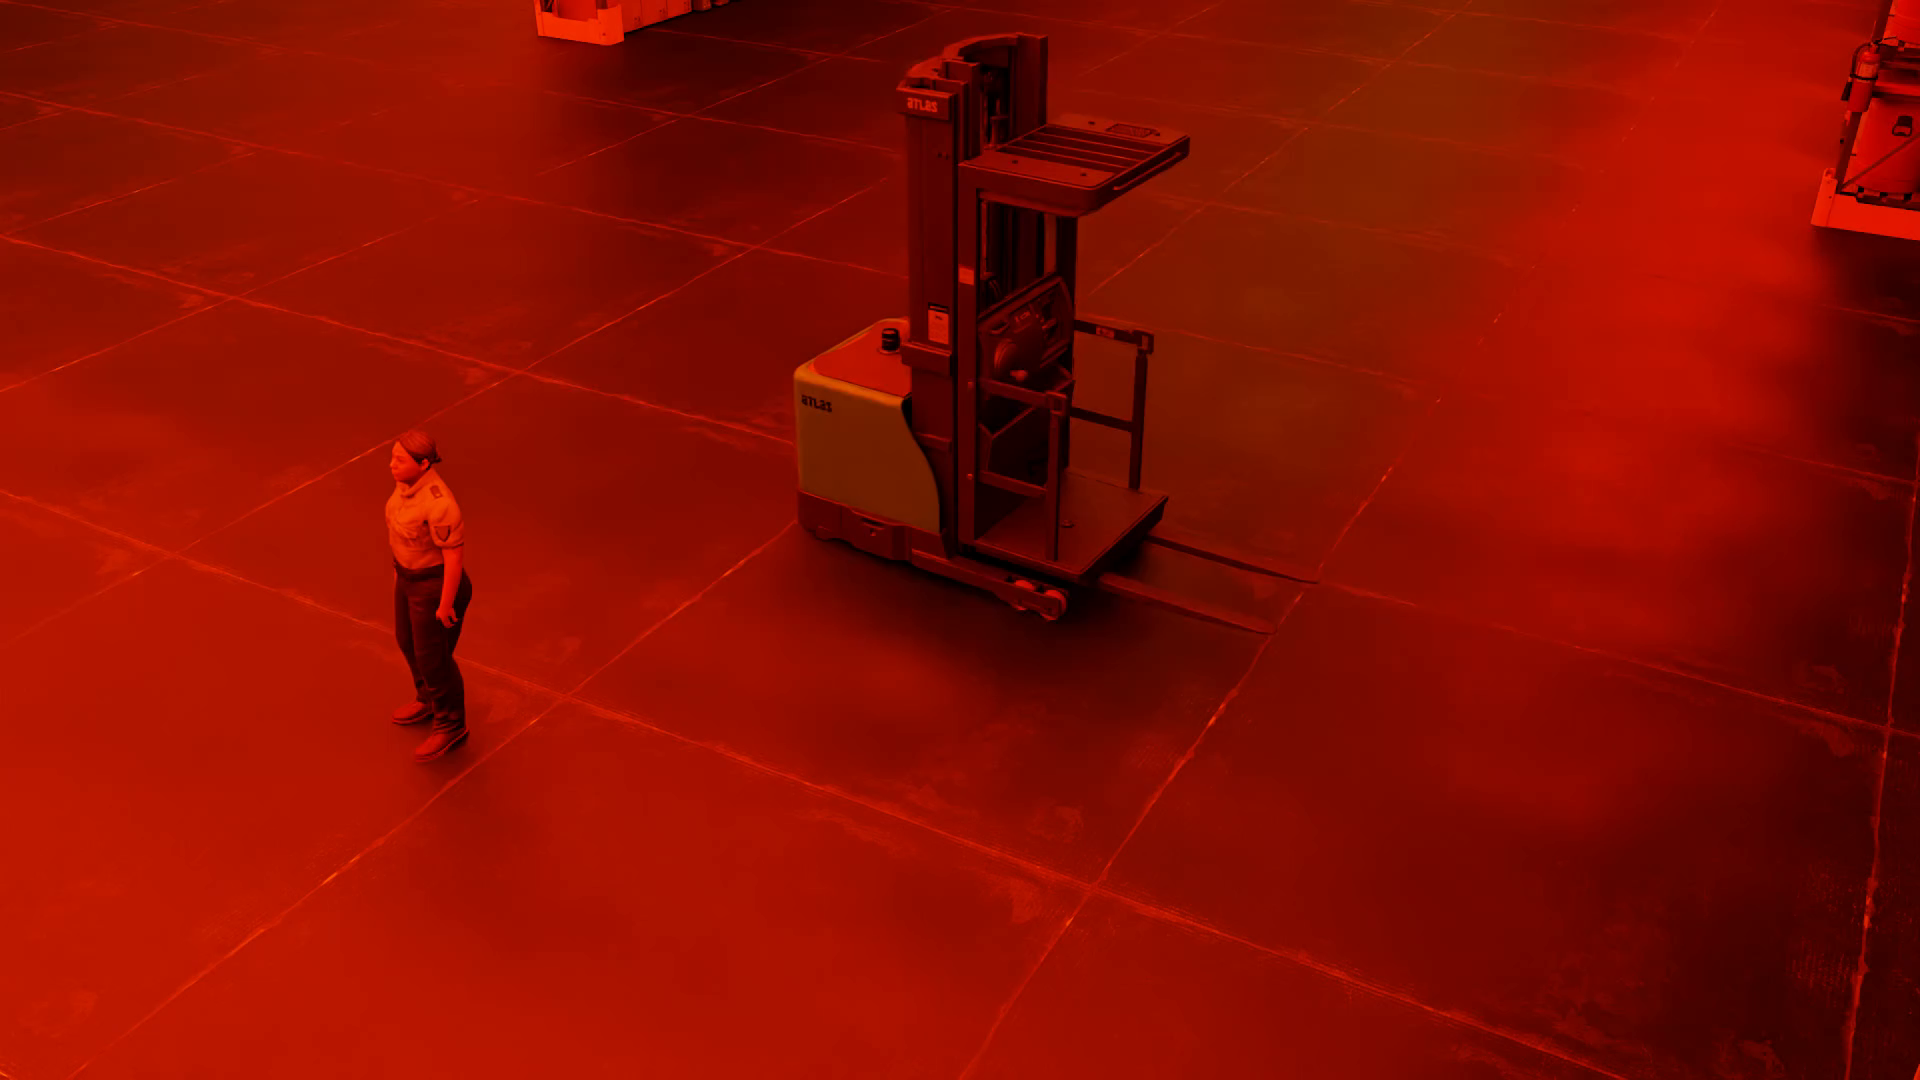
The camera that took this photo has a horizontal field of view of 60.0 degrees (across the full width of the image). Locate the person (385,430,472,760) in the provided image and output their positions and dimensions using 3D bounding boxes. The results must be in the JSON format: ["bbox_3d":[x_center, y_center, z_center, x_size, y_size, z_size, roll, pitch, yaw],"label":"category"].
[{"bbox_3d":[-2.580,0.245,7.958,0.434,1.656,0.559,-19,35,-29],"label":"person"}]

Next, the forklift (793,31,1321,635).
[{"bbox_3d":[0.539,-1.127,9.024,3.031,2.935,1.130,18,34,28],"label":"forklift"}]
